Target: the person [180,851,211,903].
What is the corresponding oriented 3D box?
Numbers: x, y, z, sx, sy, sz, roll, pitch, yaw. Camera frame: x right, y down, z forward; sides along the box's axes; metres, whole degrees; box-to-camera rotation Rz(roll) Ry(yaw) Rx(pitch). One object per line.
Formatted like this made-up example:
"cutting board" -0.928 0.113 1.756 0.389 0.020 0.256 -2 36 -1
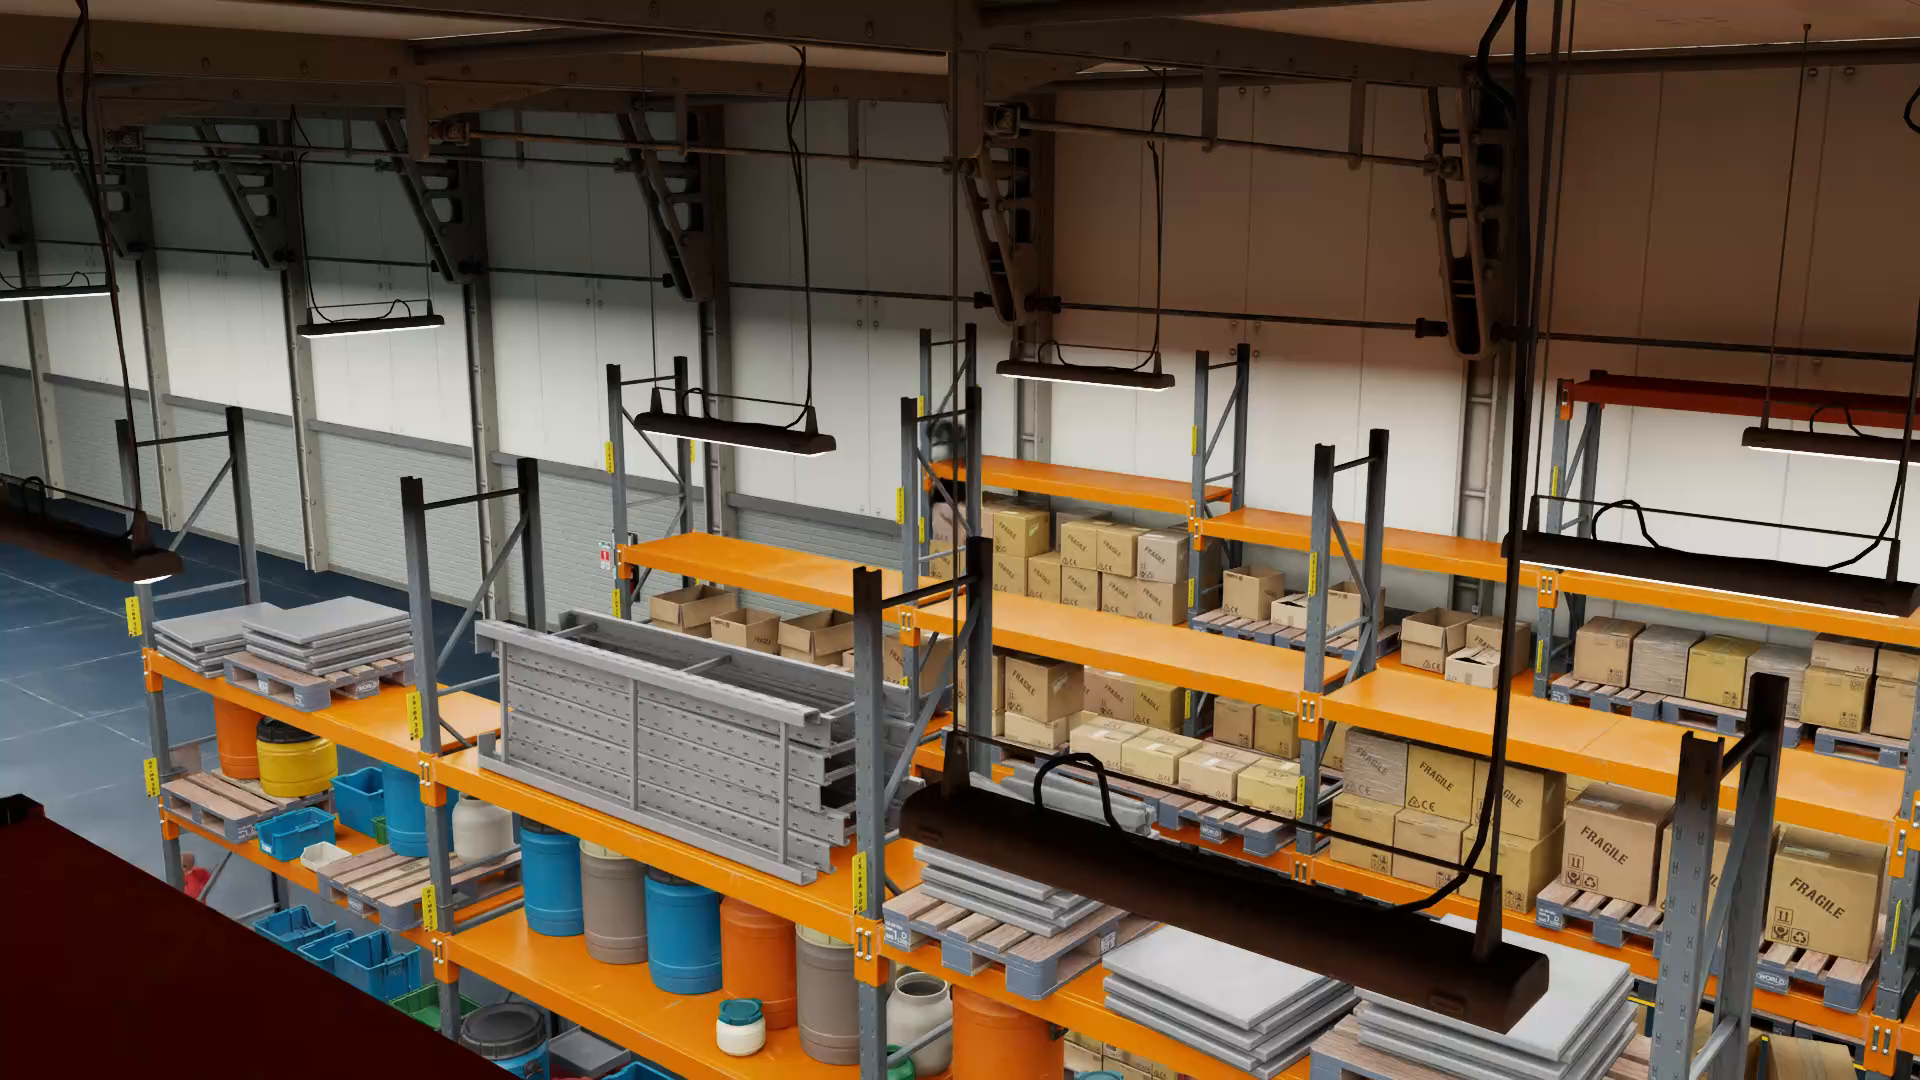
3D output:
"person" -7.312 3.743 15.933 0.578 1.670 0.717 -4 13 -17
